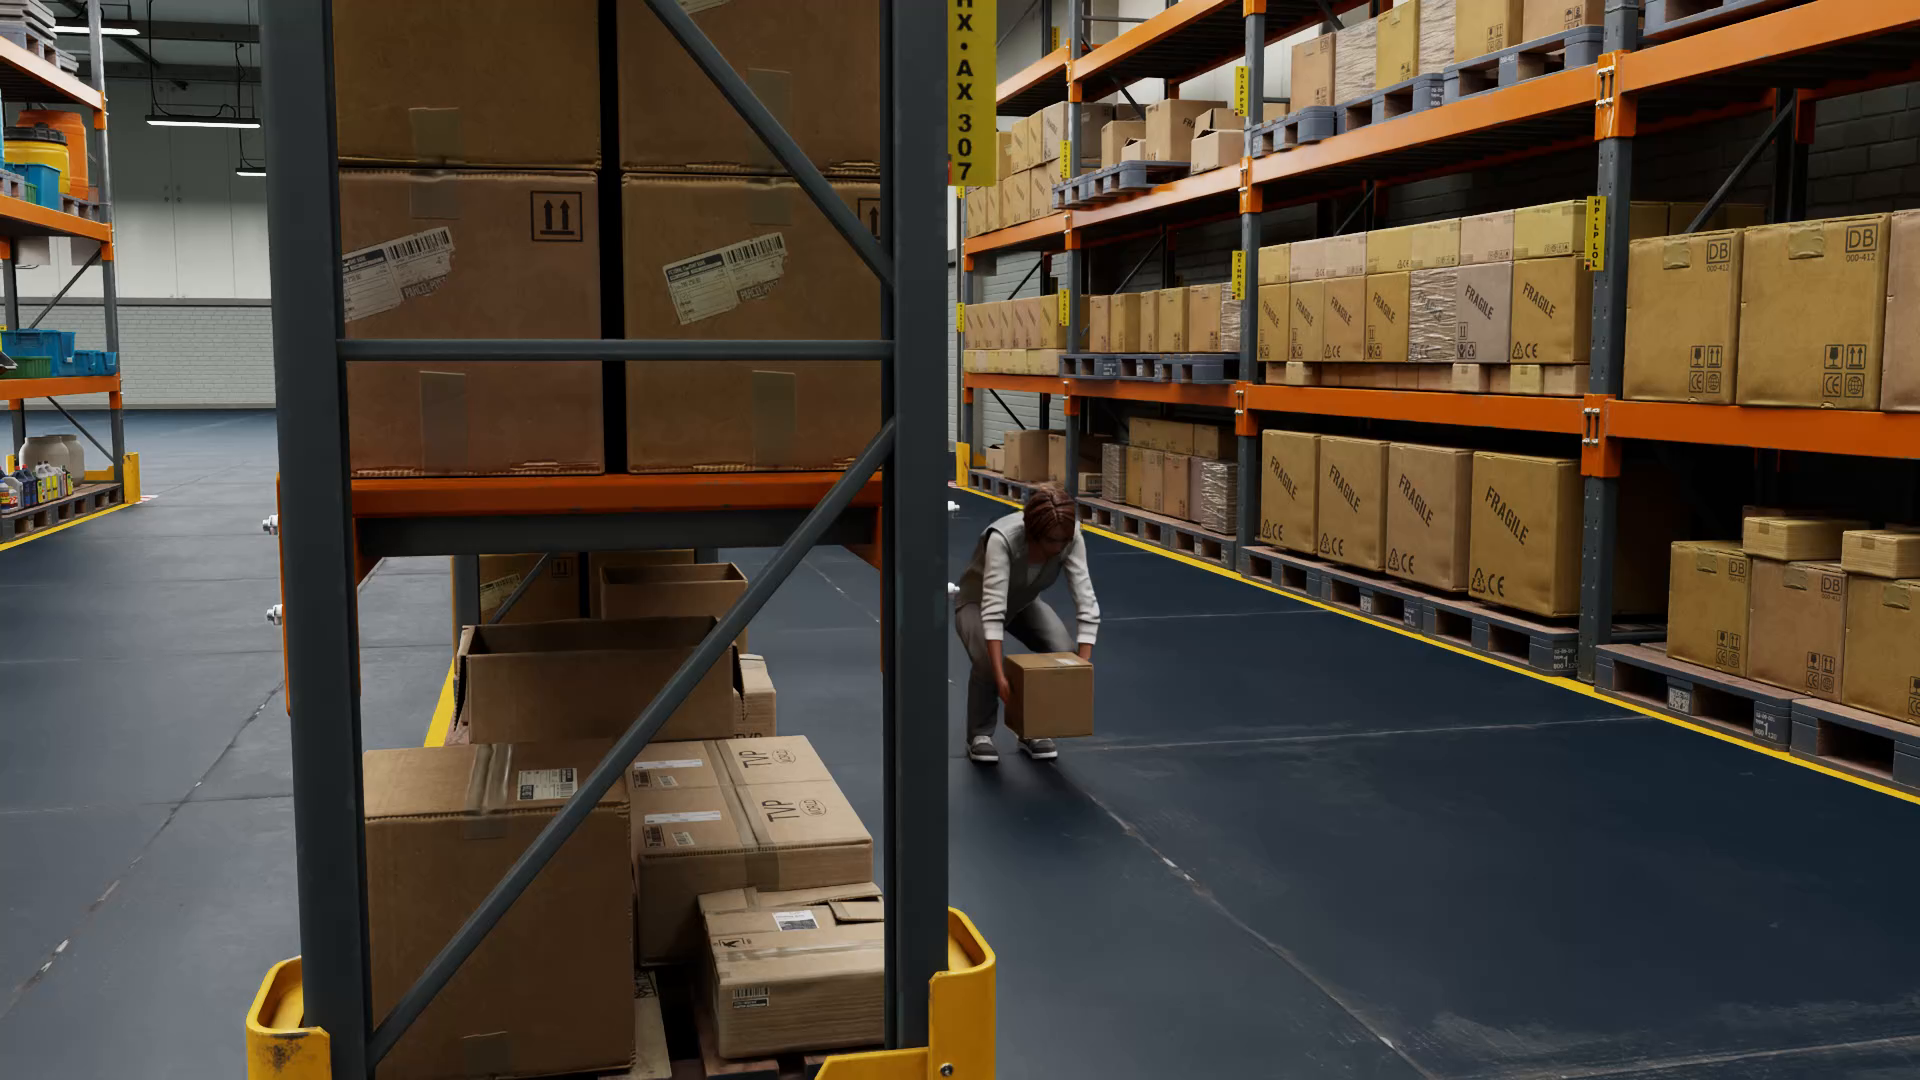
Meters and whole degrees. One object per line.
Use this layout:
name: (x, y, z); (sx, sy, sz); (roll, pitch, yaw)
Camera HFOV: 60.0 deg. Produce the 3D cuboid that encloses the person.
person: (0.237, 0.307, 6.148); (0.458, 1.039, 0.755); (-2, 7, -14)
